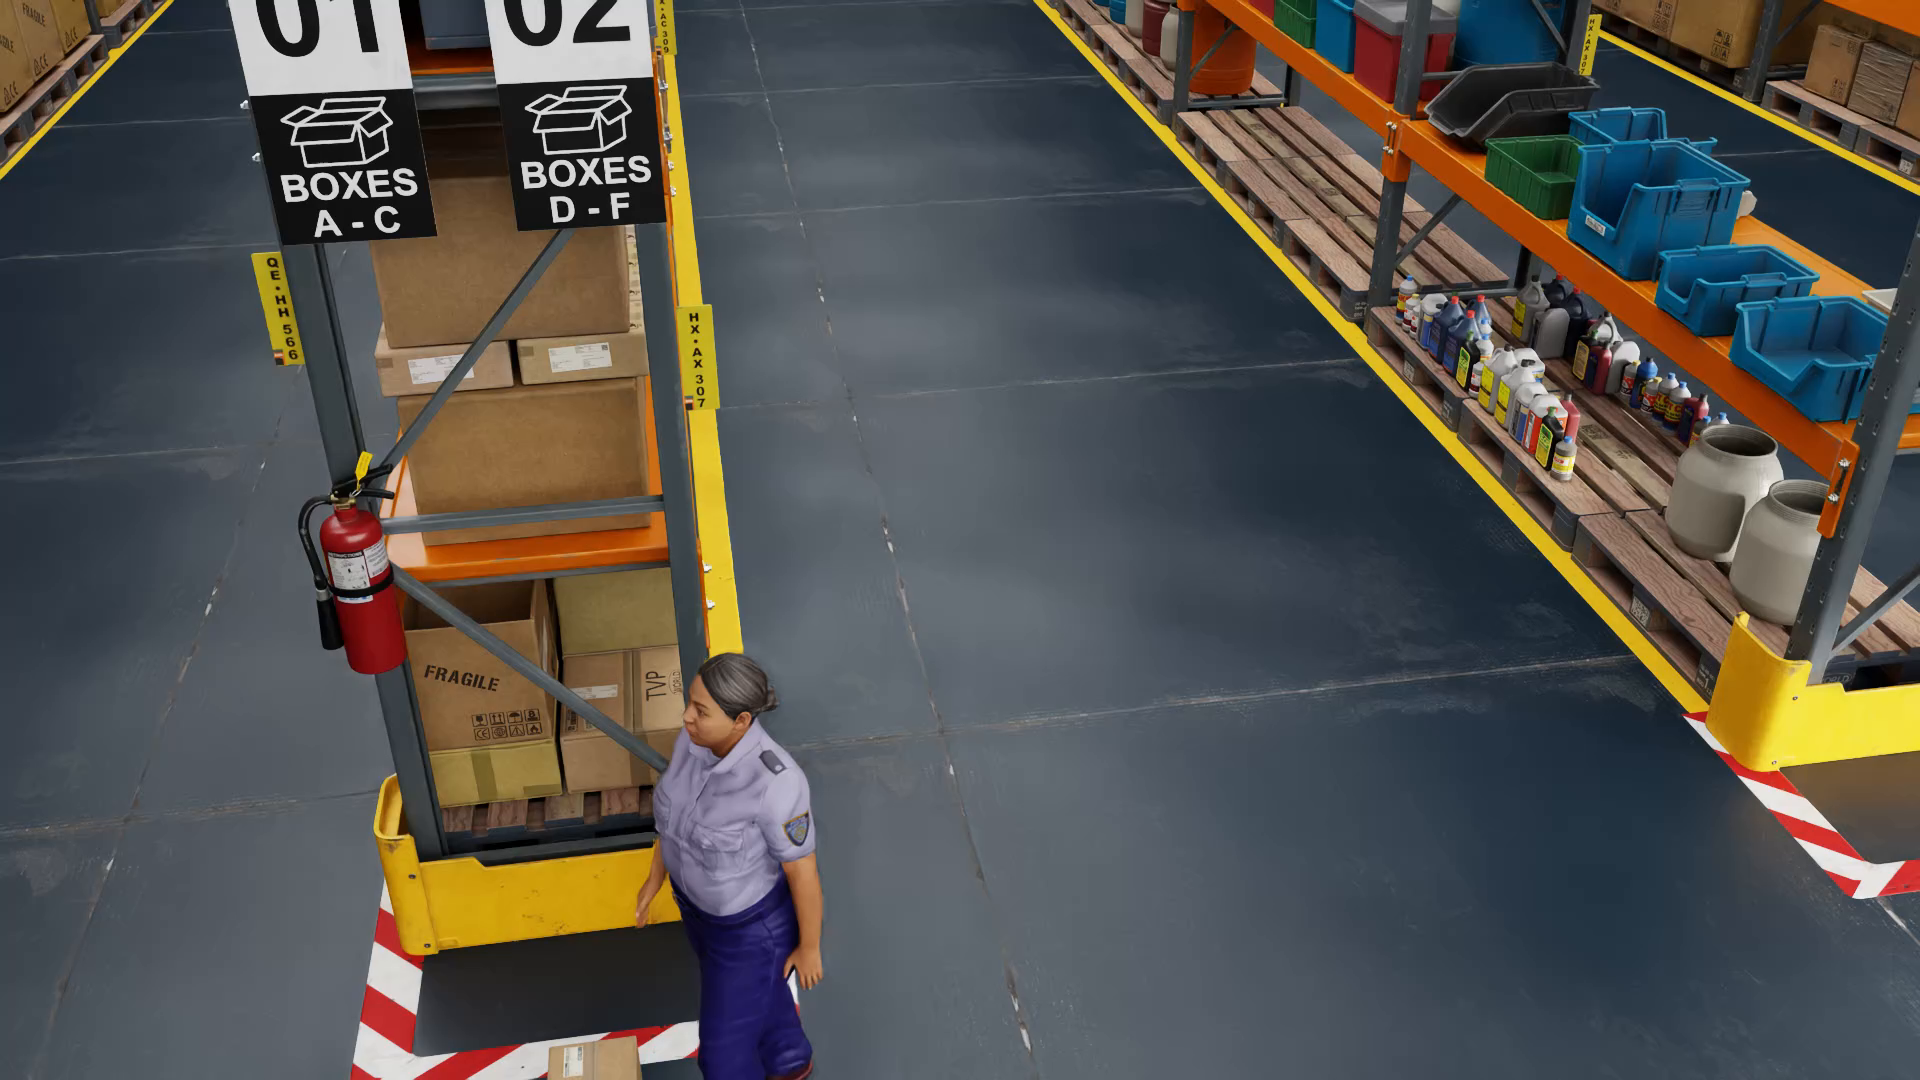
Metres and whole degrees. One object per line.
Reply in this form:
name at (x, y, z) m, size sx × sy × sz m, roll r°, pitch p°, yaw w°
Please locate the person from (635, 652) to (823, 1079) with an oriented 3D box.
person at (-0.633, 1.028, 4.445) m, size 0.554 × 1.687 × 0.523 m, roll -22°, pitch 37°, yaw -32°
